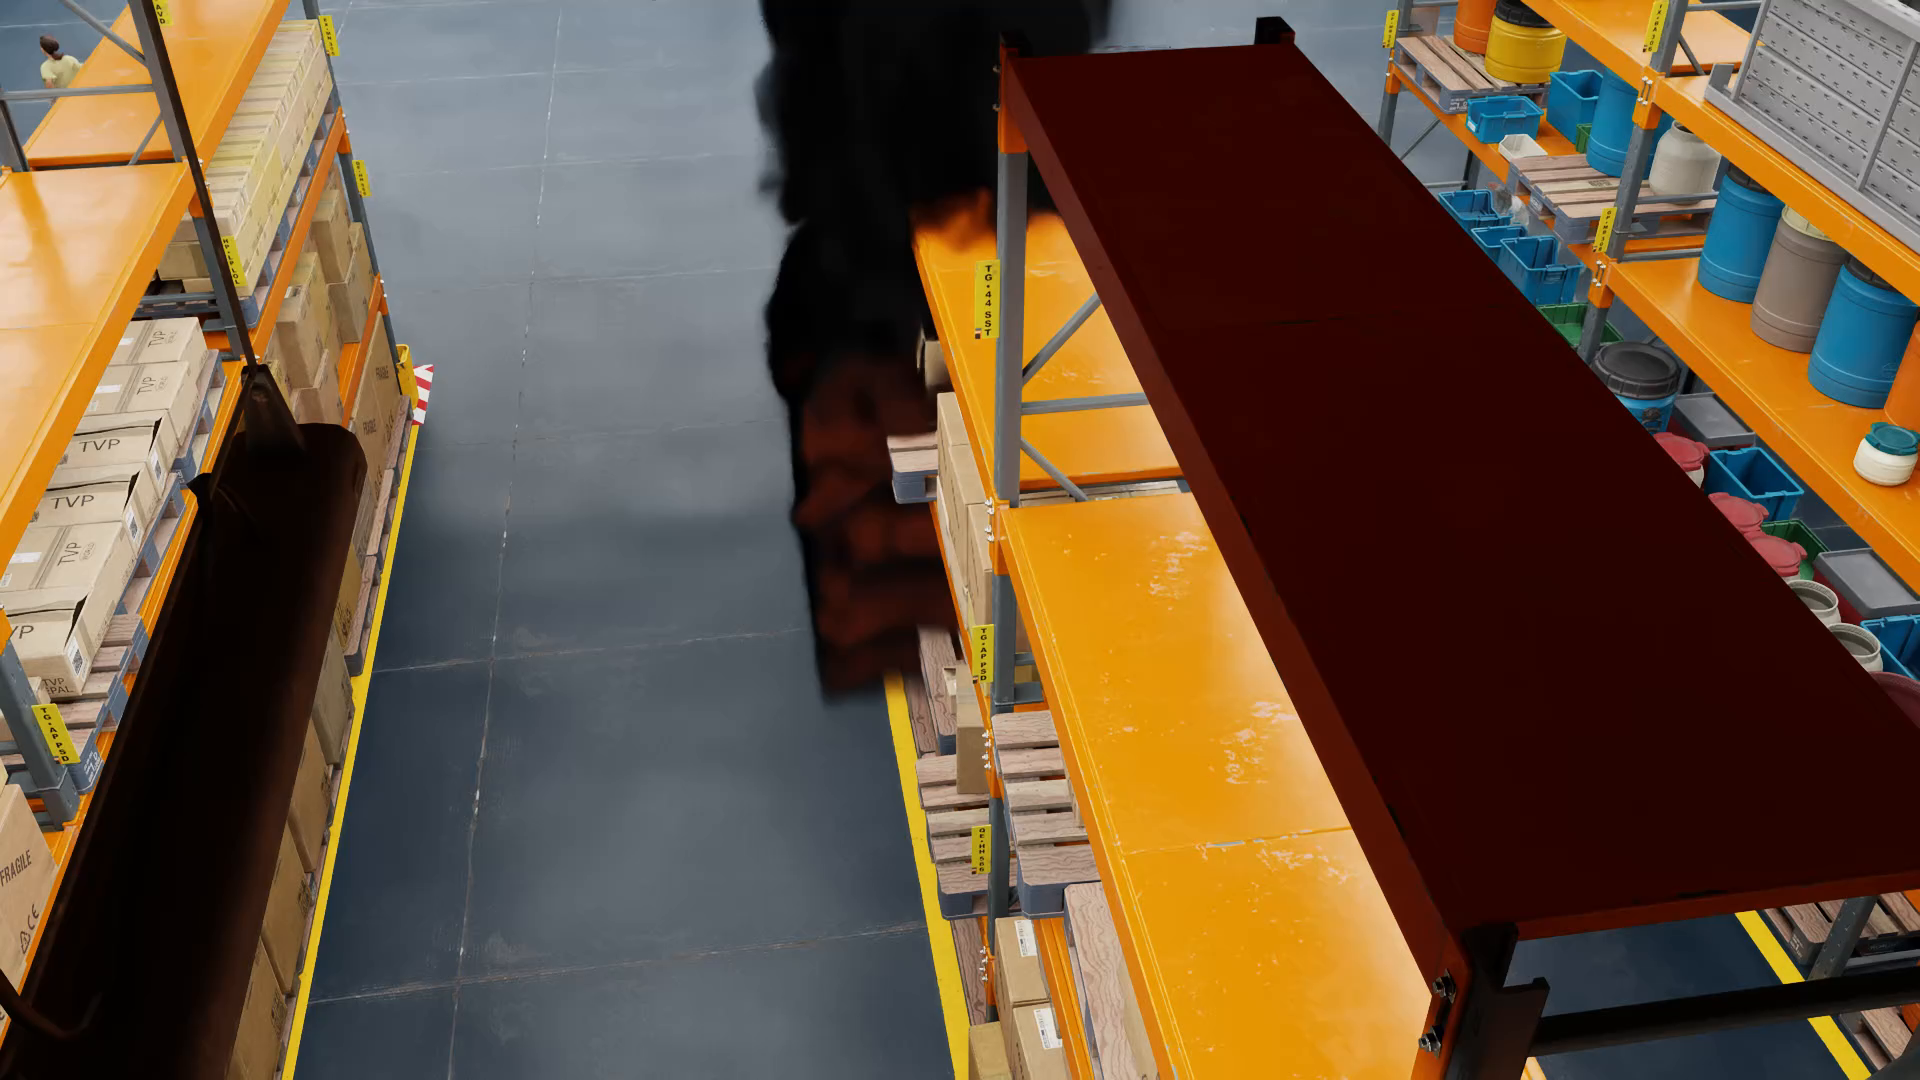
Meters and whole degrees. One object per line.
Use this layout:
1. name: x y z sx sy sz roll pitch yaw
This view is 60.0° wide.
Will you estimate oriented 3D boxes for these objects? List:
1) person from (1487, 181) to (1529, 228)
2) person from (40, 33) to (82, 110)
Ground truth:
1. person: 5.362 -3.055 16.288 0.536 1.630 0.682 -28 45 -32
2. person: -9.905 -4.818 18.610 0.933 1.655 0.564 23 42 28
